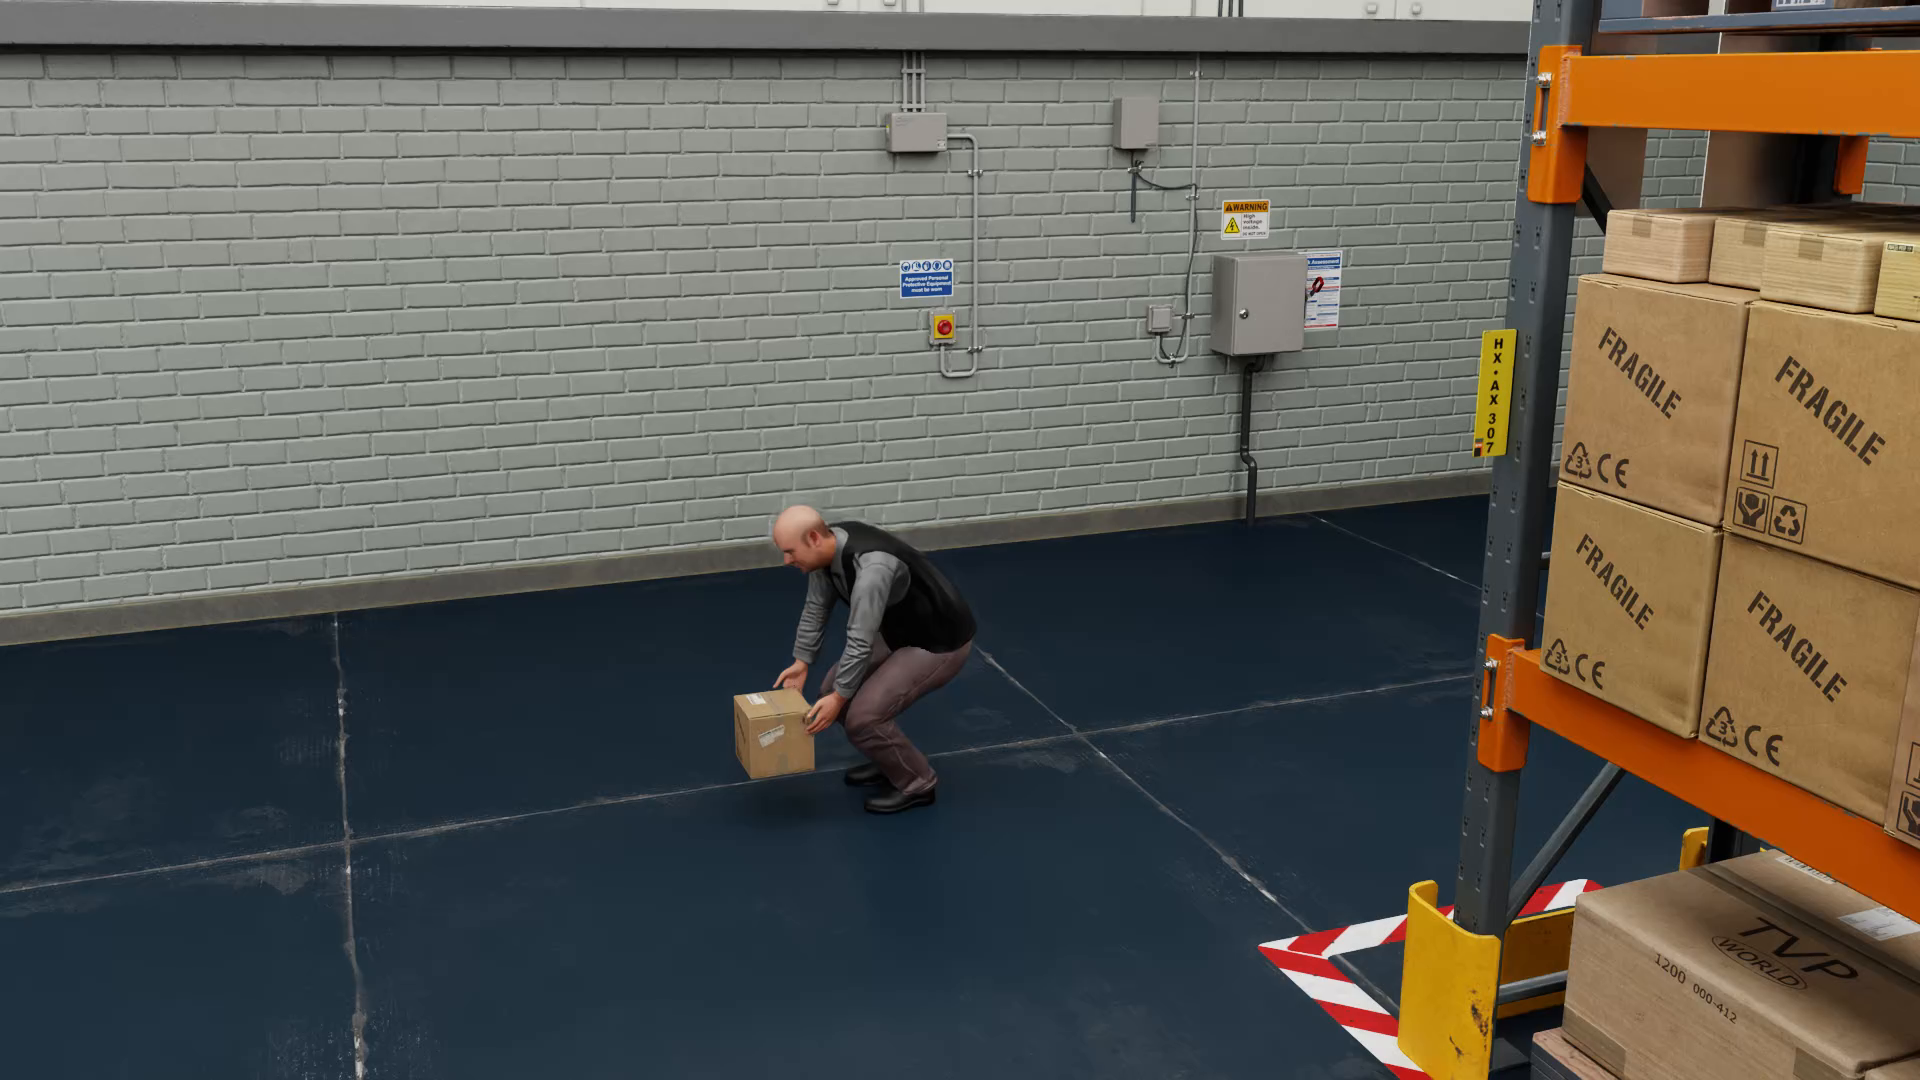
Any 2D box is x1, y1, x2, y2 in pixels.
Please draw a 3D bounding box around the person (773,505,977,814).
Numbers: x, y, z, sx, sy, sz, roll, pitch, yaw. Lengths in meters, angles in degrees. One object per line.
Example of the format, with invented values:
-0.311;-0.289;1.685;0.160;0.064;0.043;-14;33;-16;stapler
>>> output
-0.324;0.435;6.425;0.789;1.232;0.583;-6;17;-20;person
